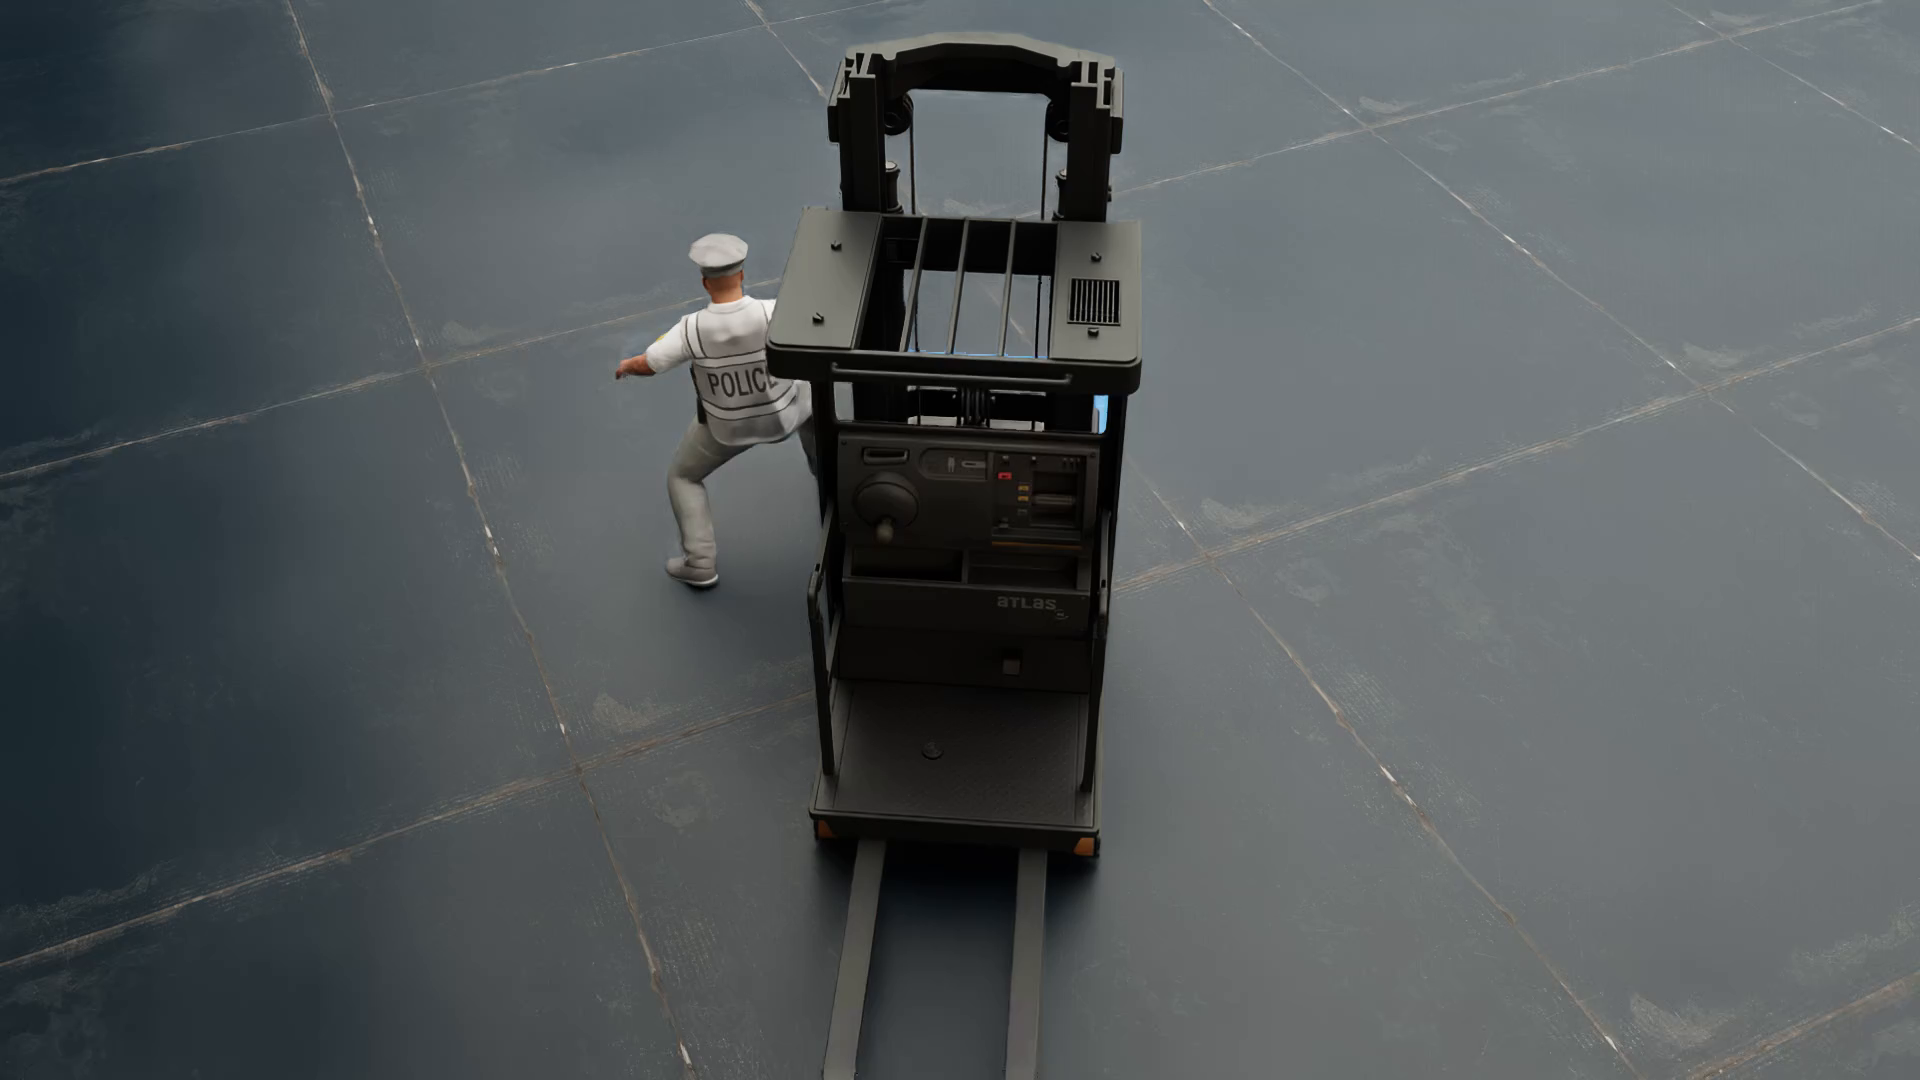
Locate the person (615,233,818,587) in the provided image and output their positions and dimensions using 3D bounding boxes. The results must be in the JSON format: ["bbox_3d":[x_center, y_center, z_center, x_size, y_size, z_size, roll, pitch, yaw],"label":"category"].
[{"bbox_3d":[-1.009,-0.636,7.387,1.001,1.624,0.825,-9,44,-9],"label":"person"}]

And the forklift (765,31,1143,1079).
[{"bbox_3d":[0.011,-0.083,5.769,1.130,2.935,3.031,3,43,3],"label":"forklift"}]
